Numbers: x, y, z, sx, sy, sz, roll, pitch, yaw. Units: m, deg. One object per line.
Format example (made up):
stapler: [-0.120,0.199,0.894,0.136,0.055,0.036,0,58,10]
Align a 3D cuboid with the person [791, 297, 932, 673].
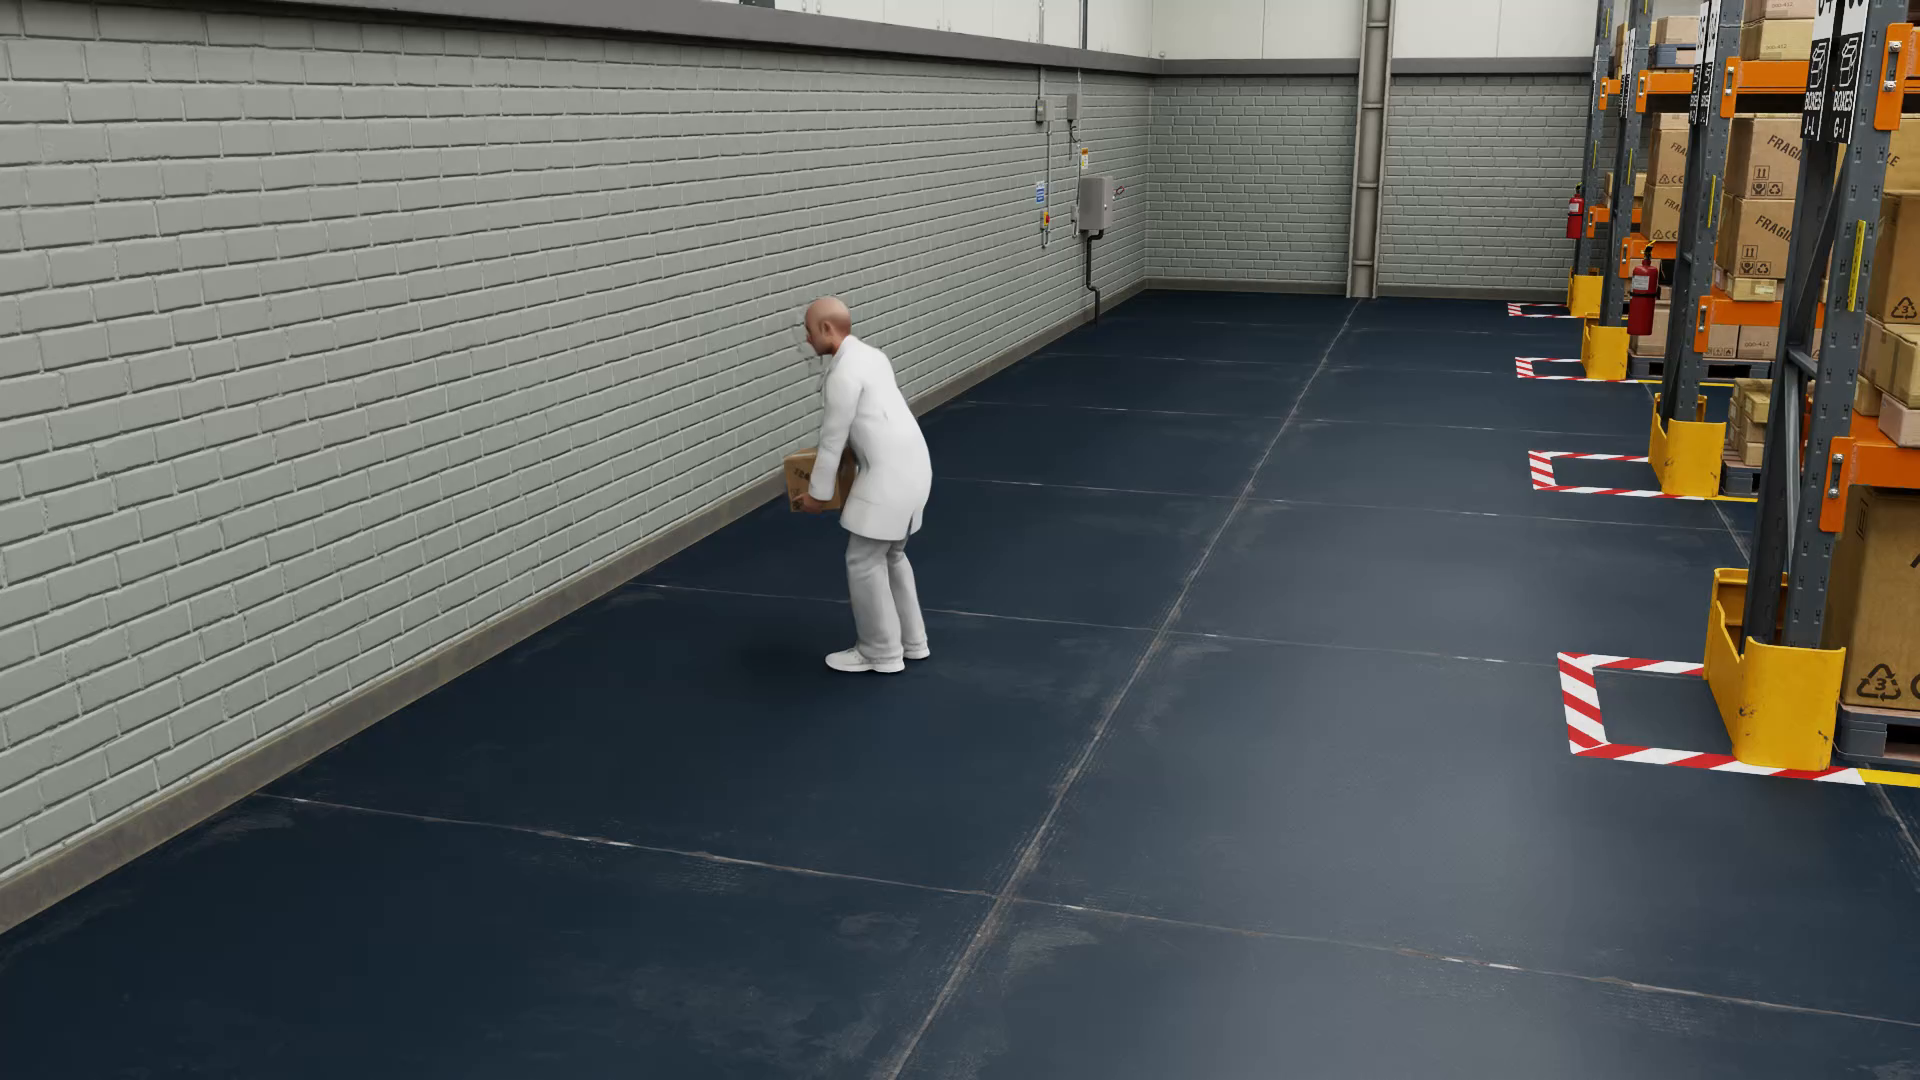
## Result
person: [-0.442,-0.253,7.634,0.614,1.717,0.530,4,15,15]
